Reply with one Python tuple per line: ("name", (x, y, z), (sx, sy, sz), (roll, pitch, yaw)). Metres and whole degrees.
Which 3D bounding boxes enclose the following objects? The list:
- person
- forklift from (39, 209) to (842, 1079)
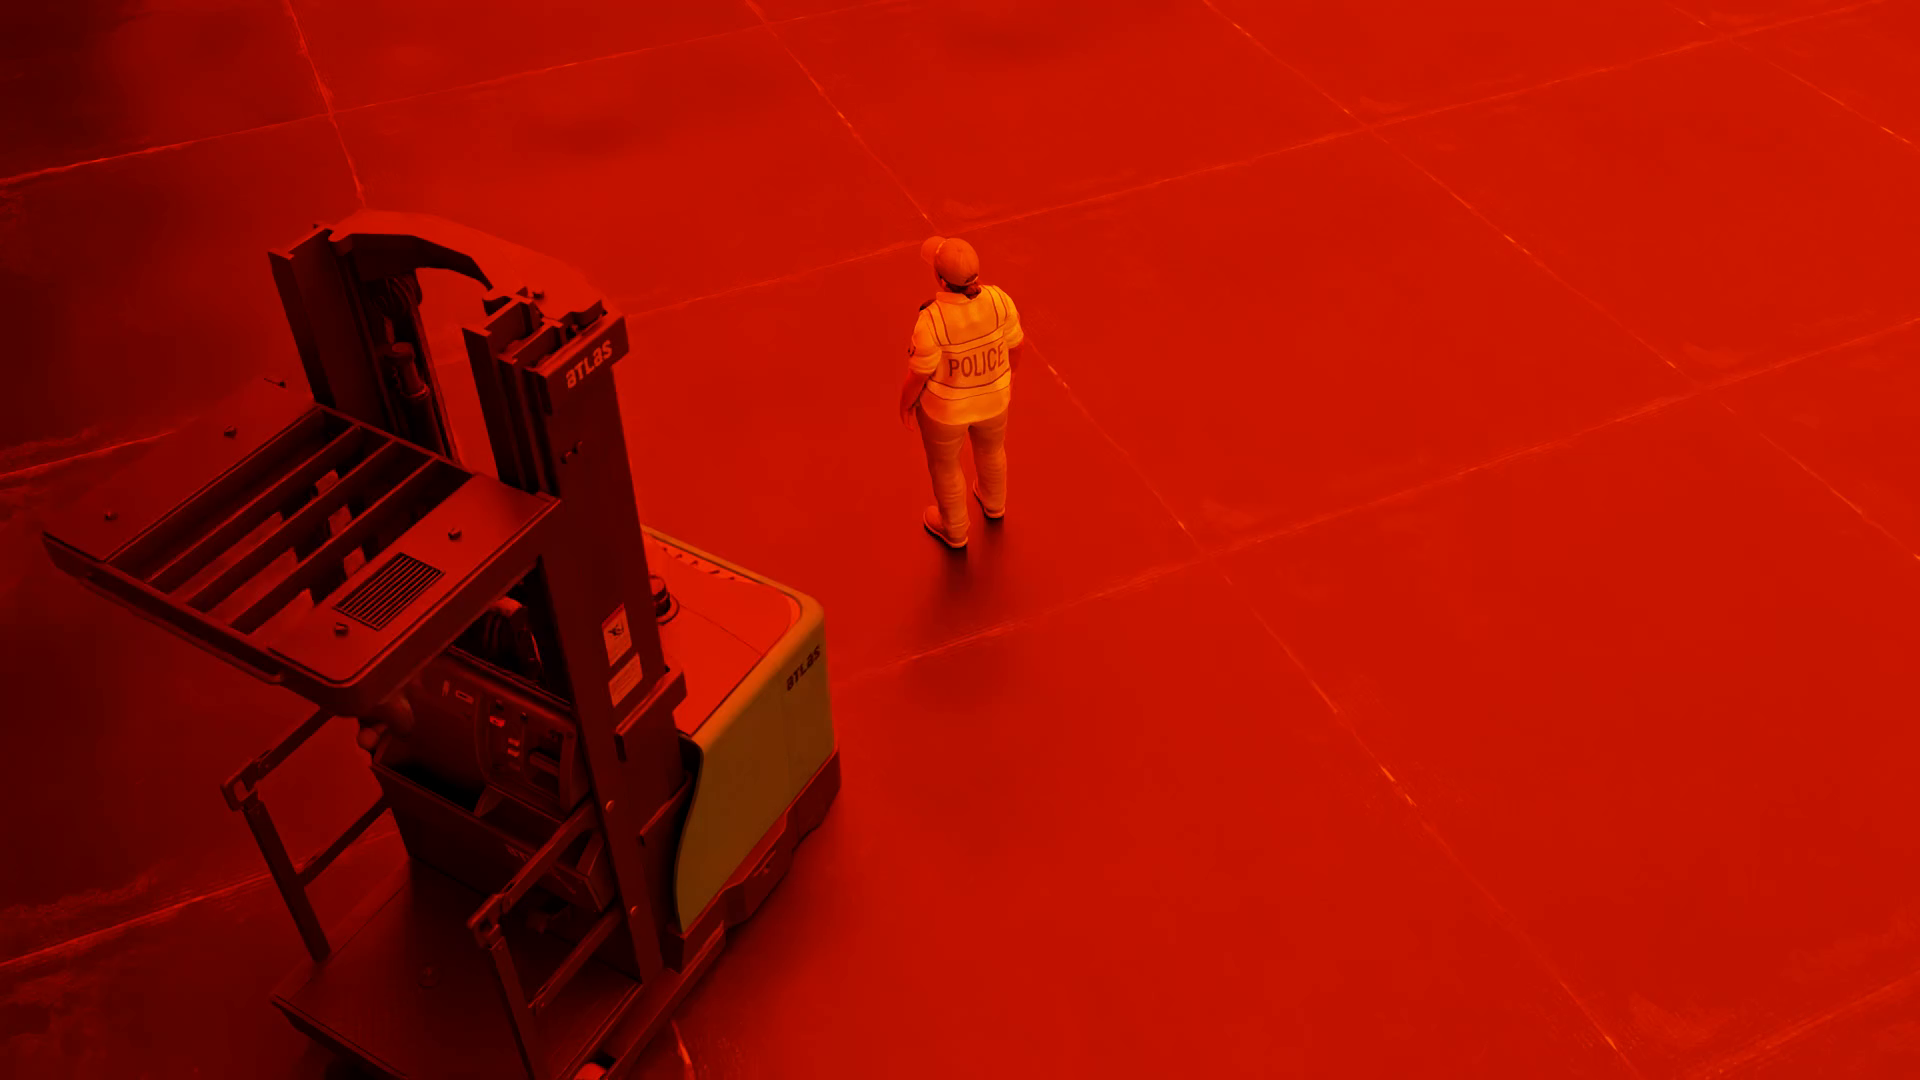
("person", (-0.011, -0.668, 7.313), (0.598, 1.670, 0.529), (-18, 46, -18))
("forklift", (-1.649, 0.643, 4.992), (1.130, 2.935, 3.031), (22, 47, 22))
